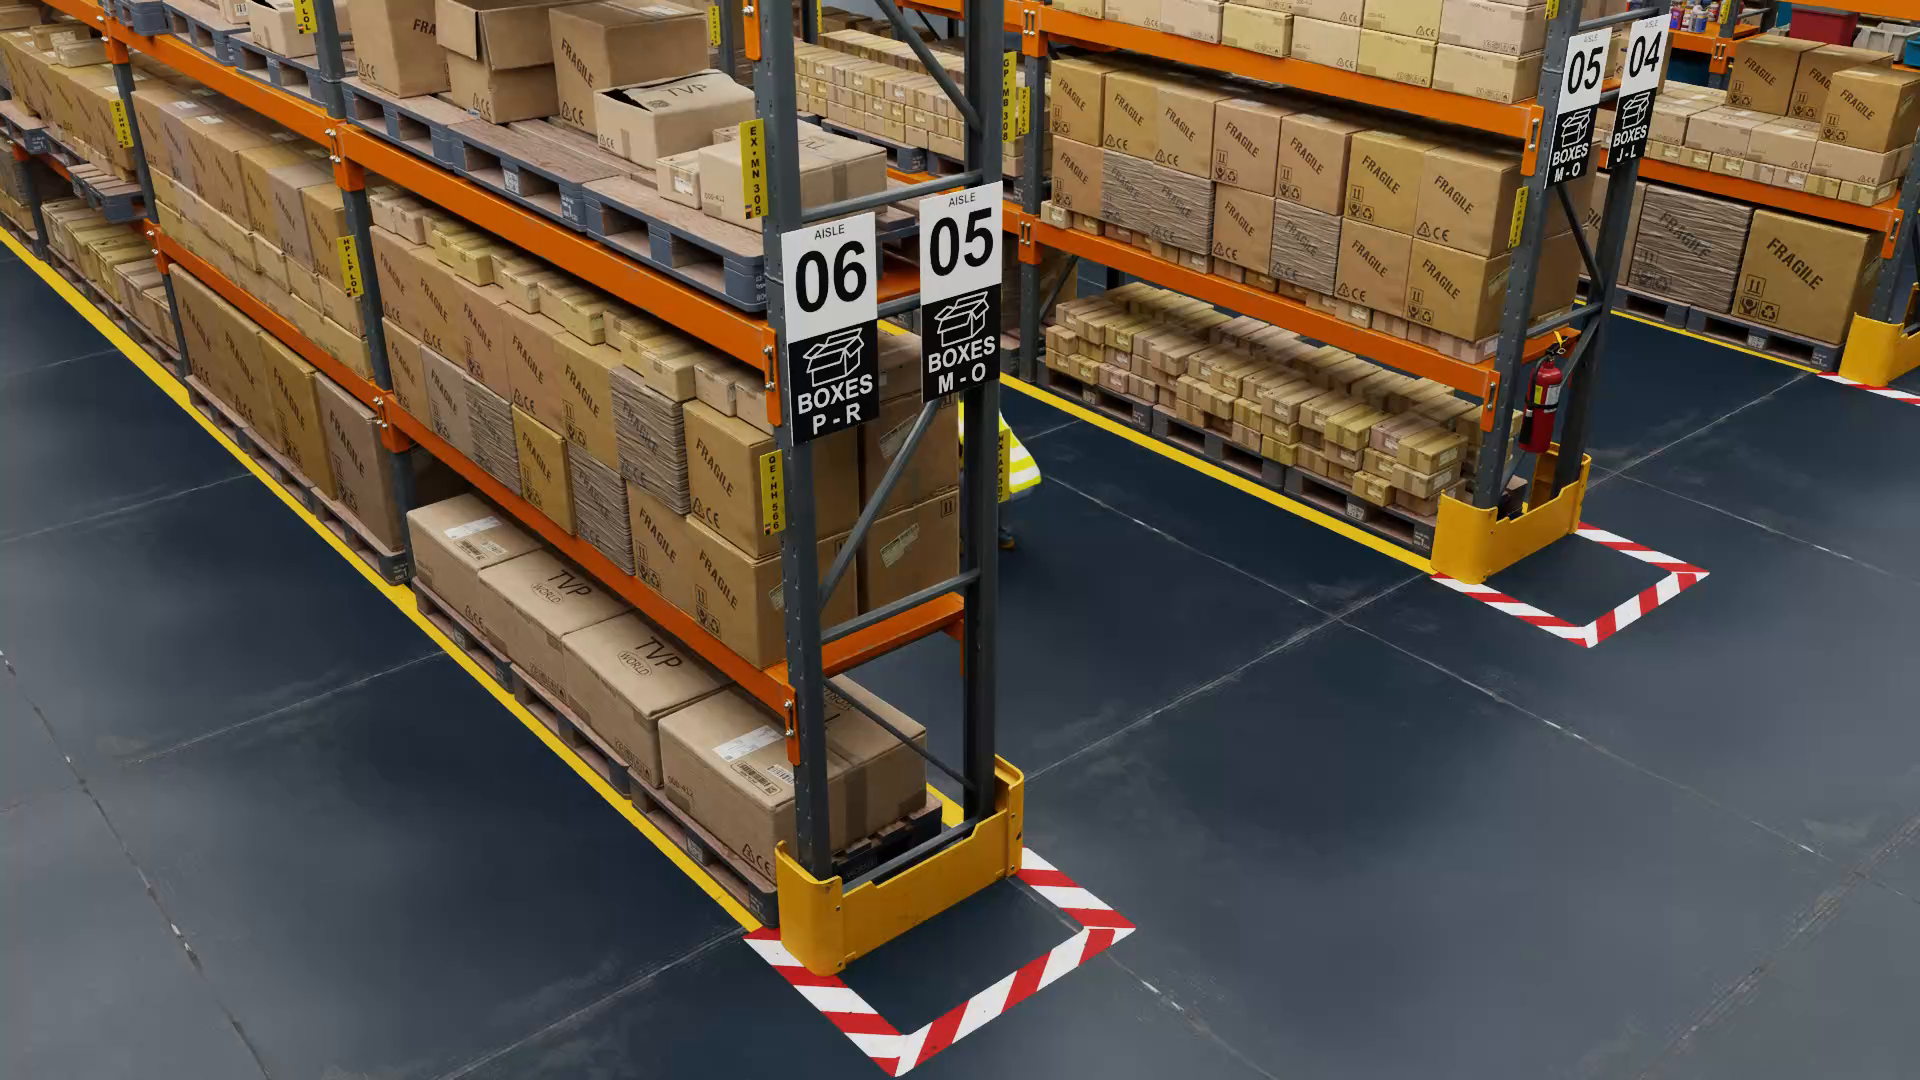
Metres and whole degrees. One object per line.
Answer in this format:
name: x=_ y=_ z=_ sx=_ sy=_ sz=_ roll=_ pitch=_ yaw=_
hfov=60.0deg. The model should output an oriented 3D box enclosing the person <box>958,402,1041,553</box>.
person: x=0.054 y=-0.430 z=10.199 sx=0.583 sy=1.026 sz=0.904 roll=-22 pitch=35 yaw=-35
